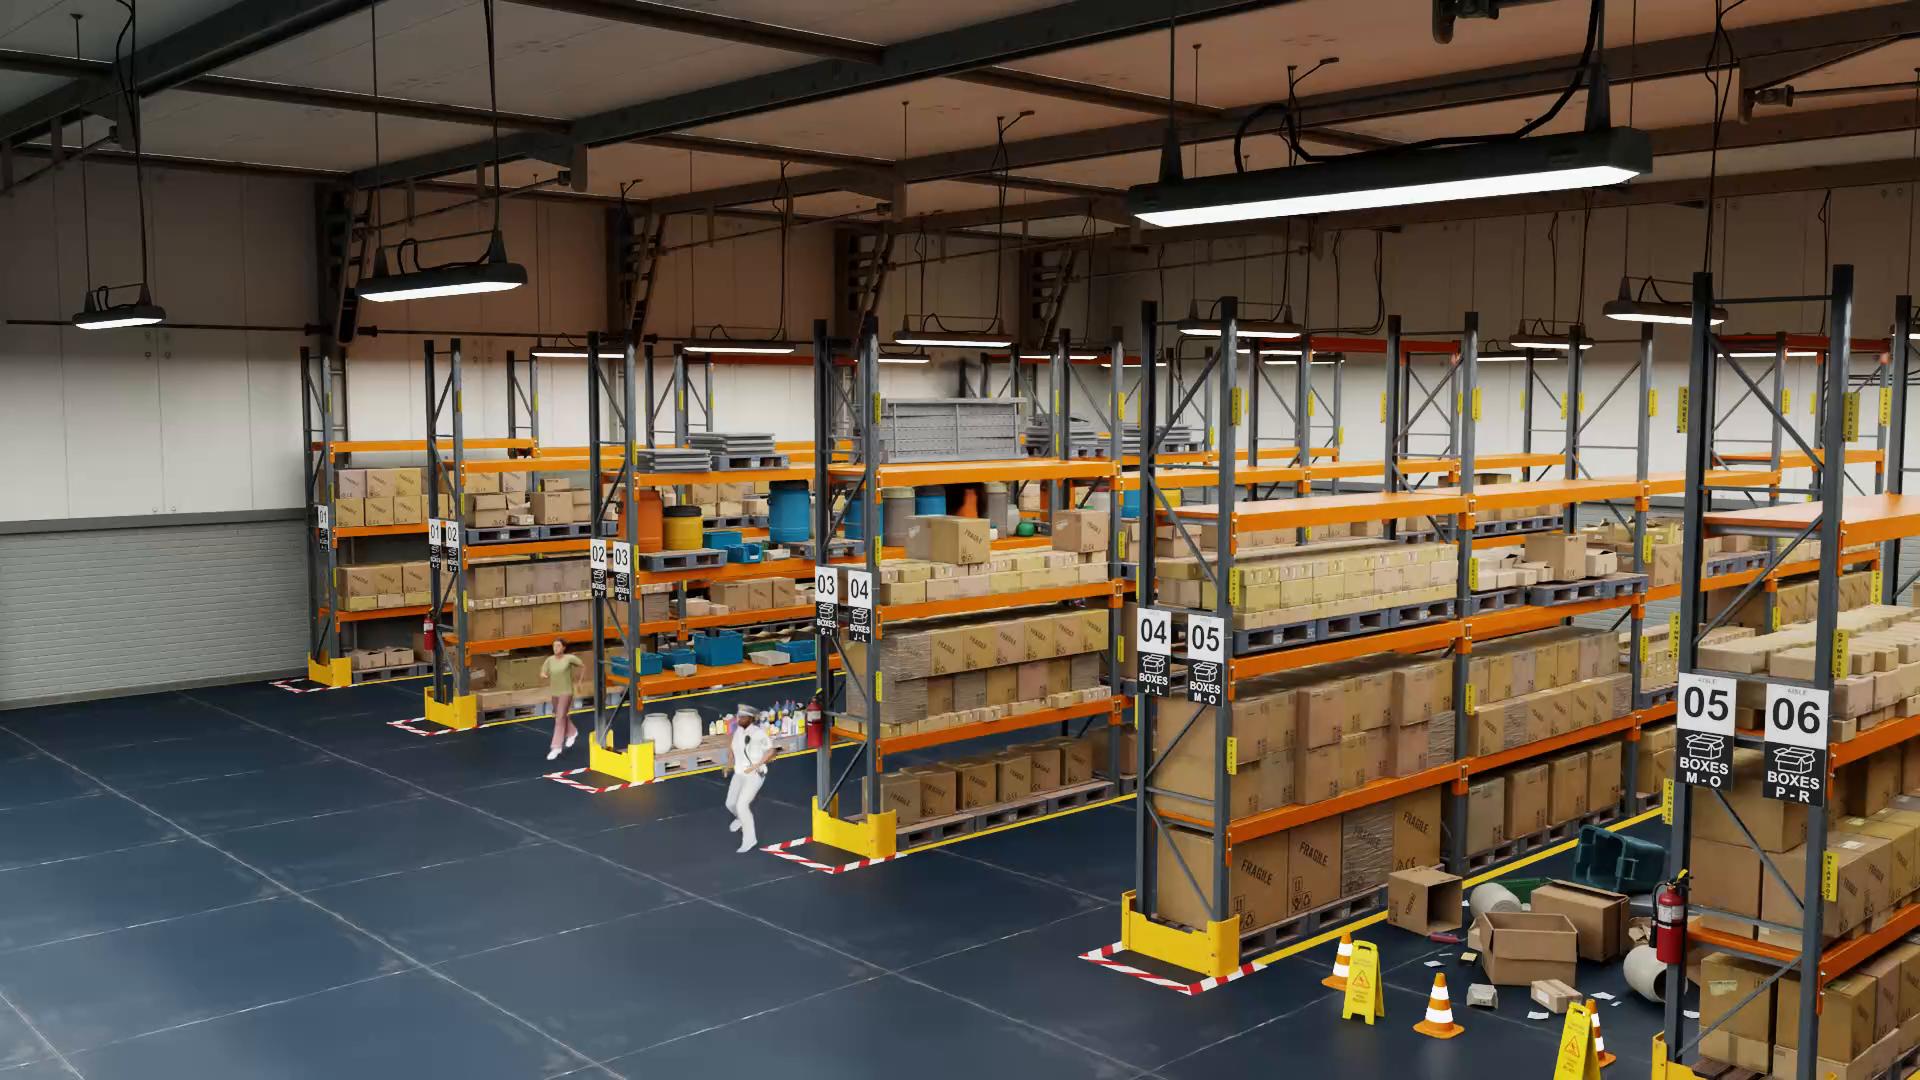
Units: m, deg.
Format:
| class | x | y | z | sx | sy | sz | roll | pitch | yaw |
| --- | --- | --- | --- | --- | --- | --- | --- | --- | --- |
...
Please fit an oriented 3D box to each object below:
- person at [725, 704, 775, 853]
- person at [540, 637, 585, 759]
| class | x | y | z | sx | sy | sz | roll | pitch | yaw |
| --- | --- | --- | --- | --- | --- | --- | --- | --- | --- |
| person | -2.449 | 2.692 | 19.064 | 0.809 | 1.691 | 0.671 | 4 | 6 | 35 |
| person | -5.690 | 2.214 | 23.763 | 0.562 | 1.678 | 0.948 | 1 | 5 | 14 |
